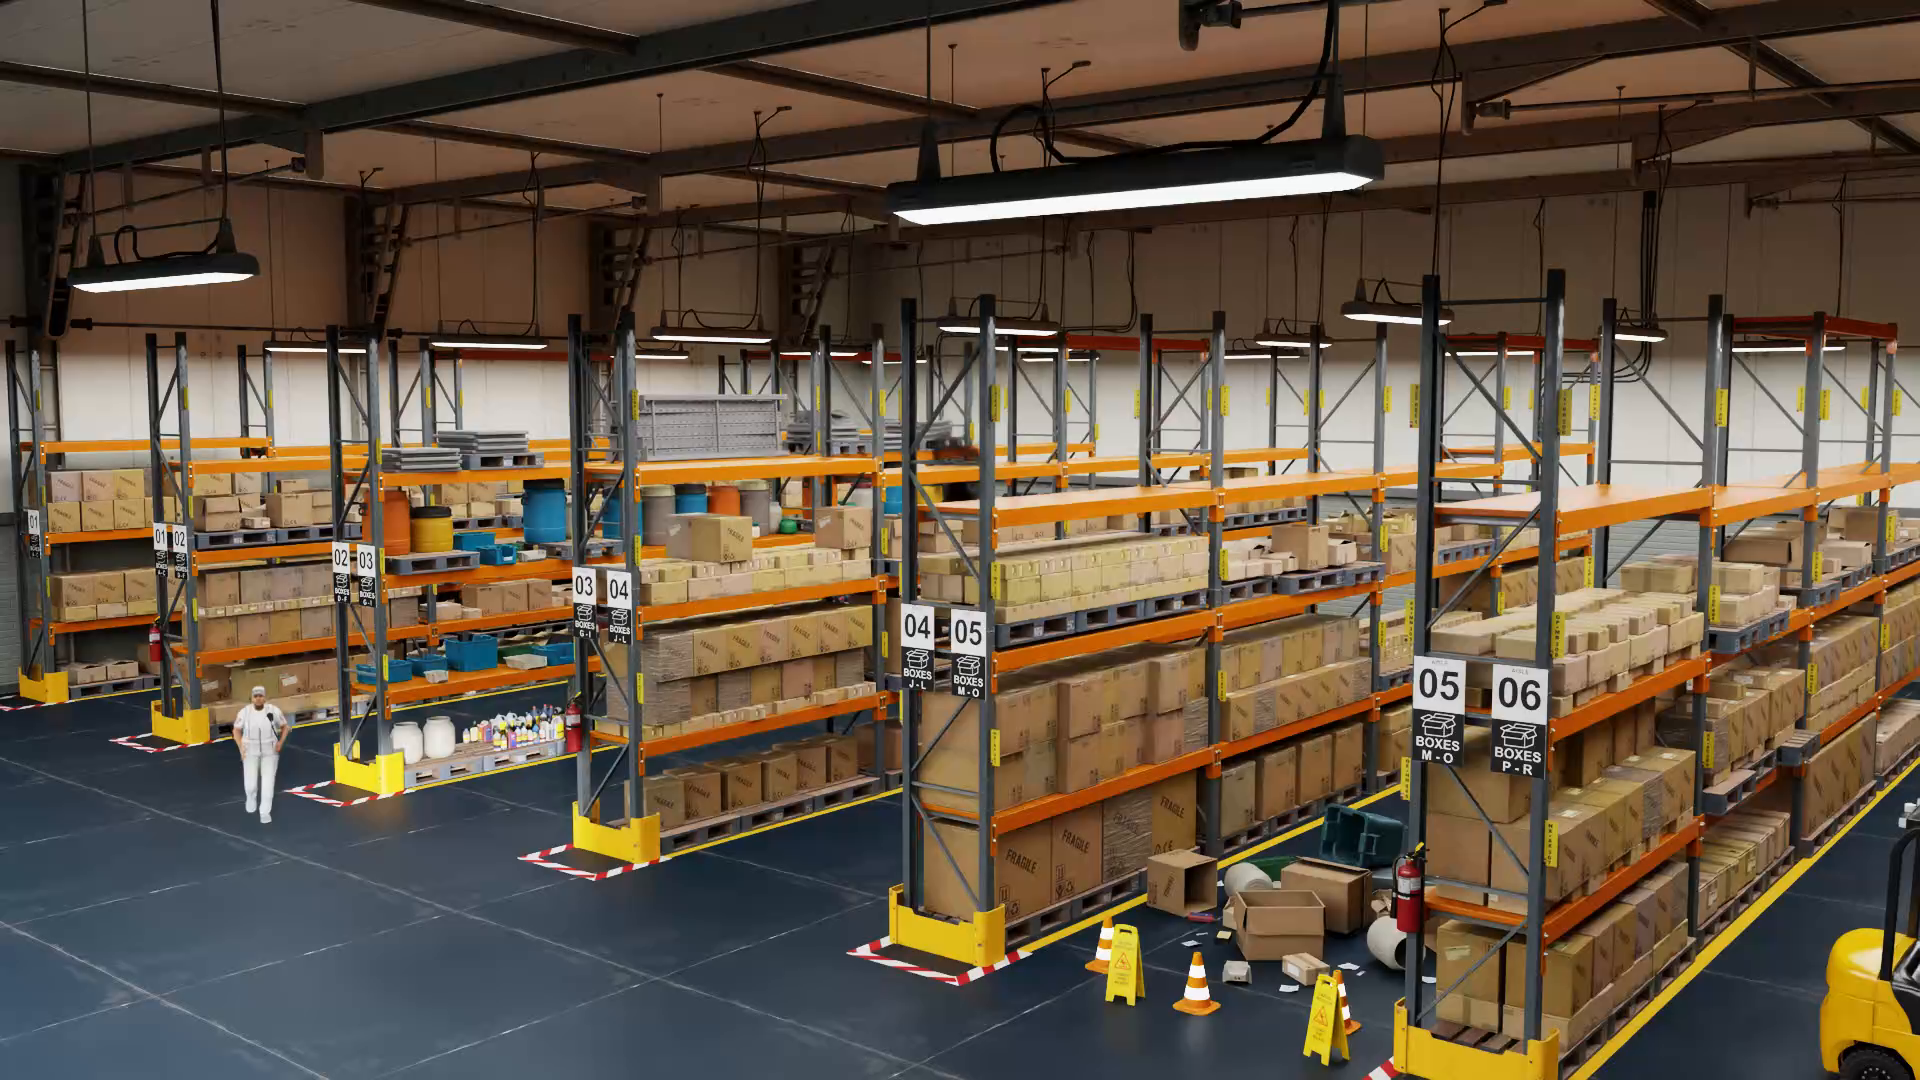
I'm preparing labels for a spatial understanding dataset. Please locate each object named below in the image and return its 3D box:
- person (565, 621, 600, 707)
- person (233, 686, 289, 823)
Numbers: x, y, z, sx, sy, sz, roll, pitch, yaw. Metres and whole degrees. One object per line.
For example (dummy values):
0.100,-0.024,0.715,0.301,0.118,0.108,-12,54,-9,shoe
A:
-6.237,1.898,27.371,0.509,1.642,0.726,3,6,30,person
-8.416,2.559,20.059,0.625,1.641,0.550,-2,6,-23,person
